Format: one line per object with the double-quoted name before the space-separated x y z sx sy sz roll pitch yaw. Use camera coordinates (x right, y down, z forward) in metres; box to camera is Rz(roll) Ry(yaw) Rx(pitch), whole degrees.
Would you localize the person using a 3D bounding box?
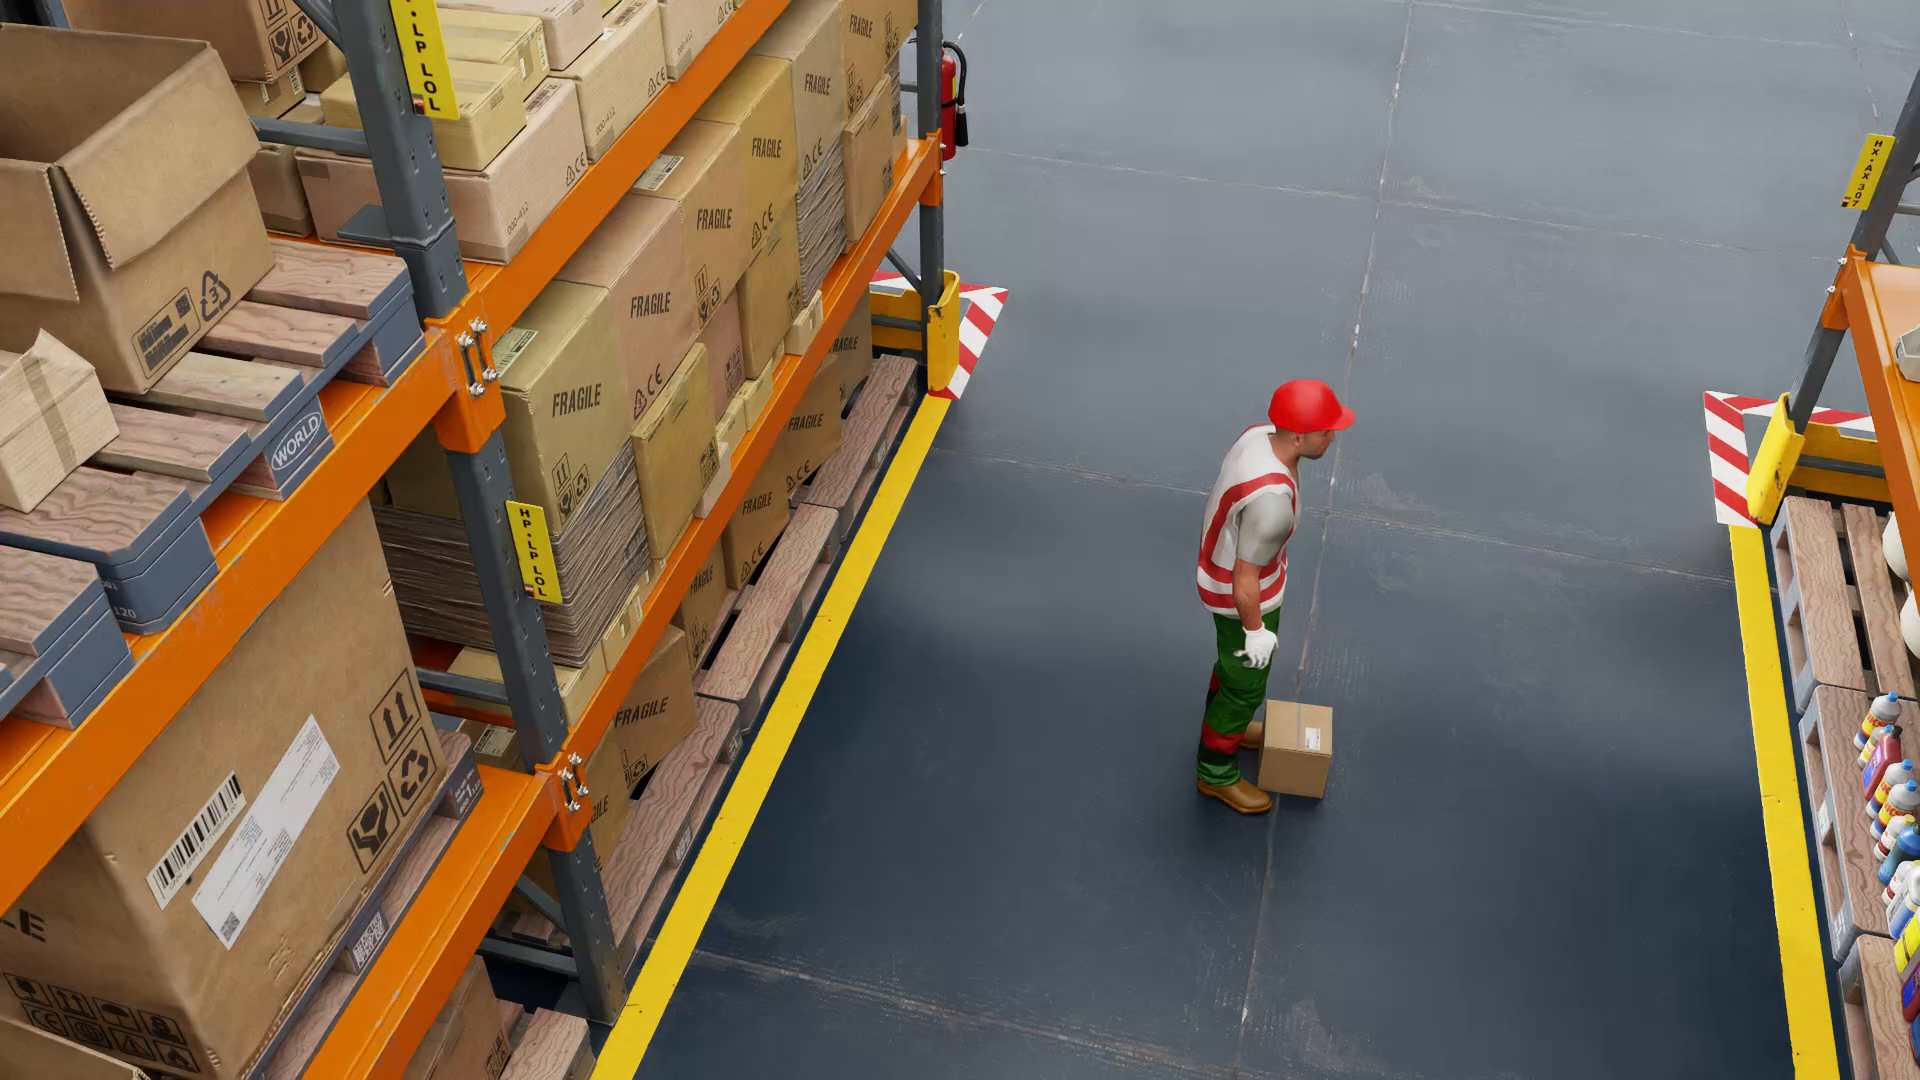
"person" 1.064 0.177 5.941 0.452 1.778 0.613 8 41 9
